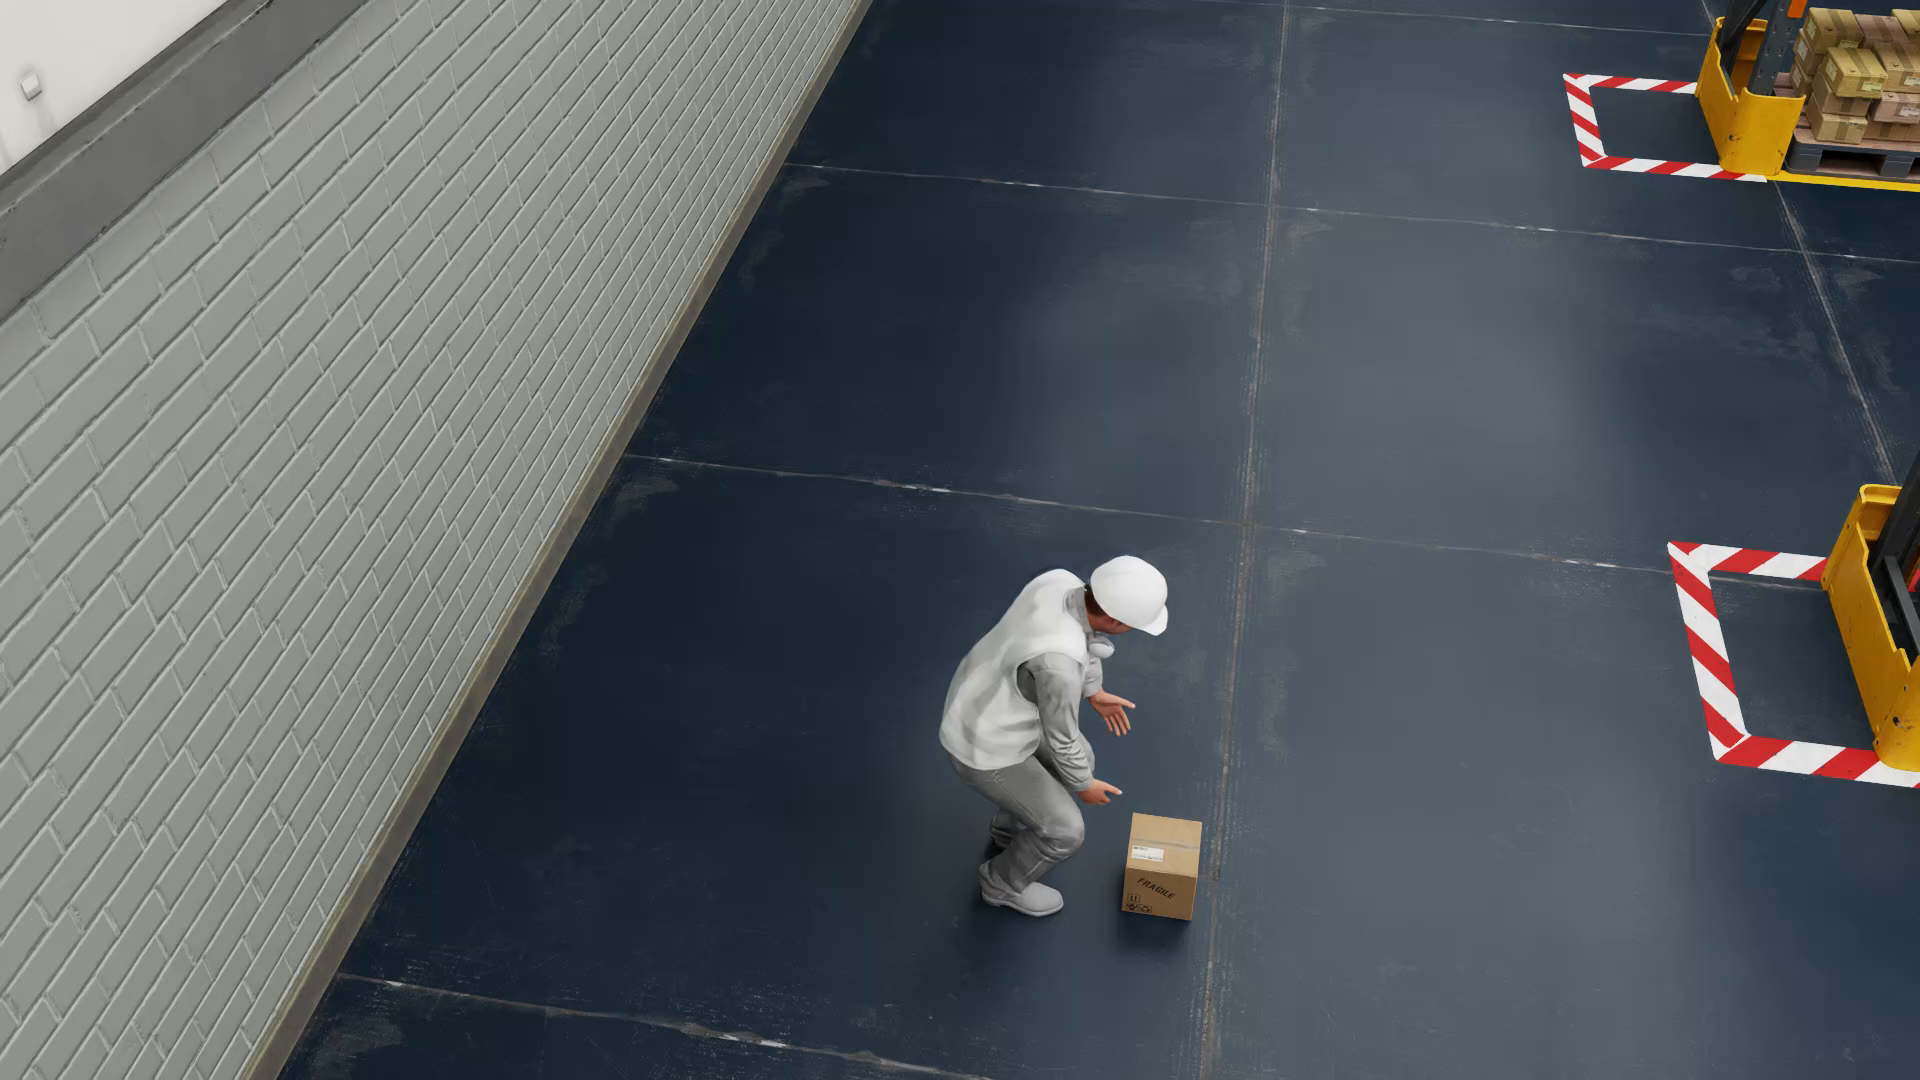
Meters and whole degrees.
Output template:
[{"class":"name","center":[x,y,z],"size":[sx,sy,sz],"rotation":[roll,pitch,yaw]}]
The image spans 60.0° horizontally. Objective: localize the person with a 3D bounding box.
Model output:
[{"class":"person","center":[0.305,0.622,5.614],"size":[0.705,1.506,0.590],"rotation":[7,41,8]}]
